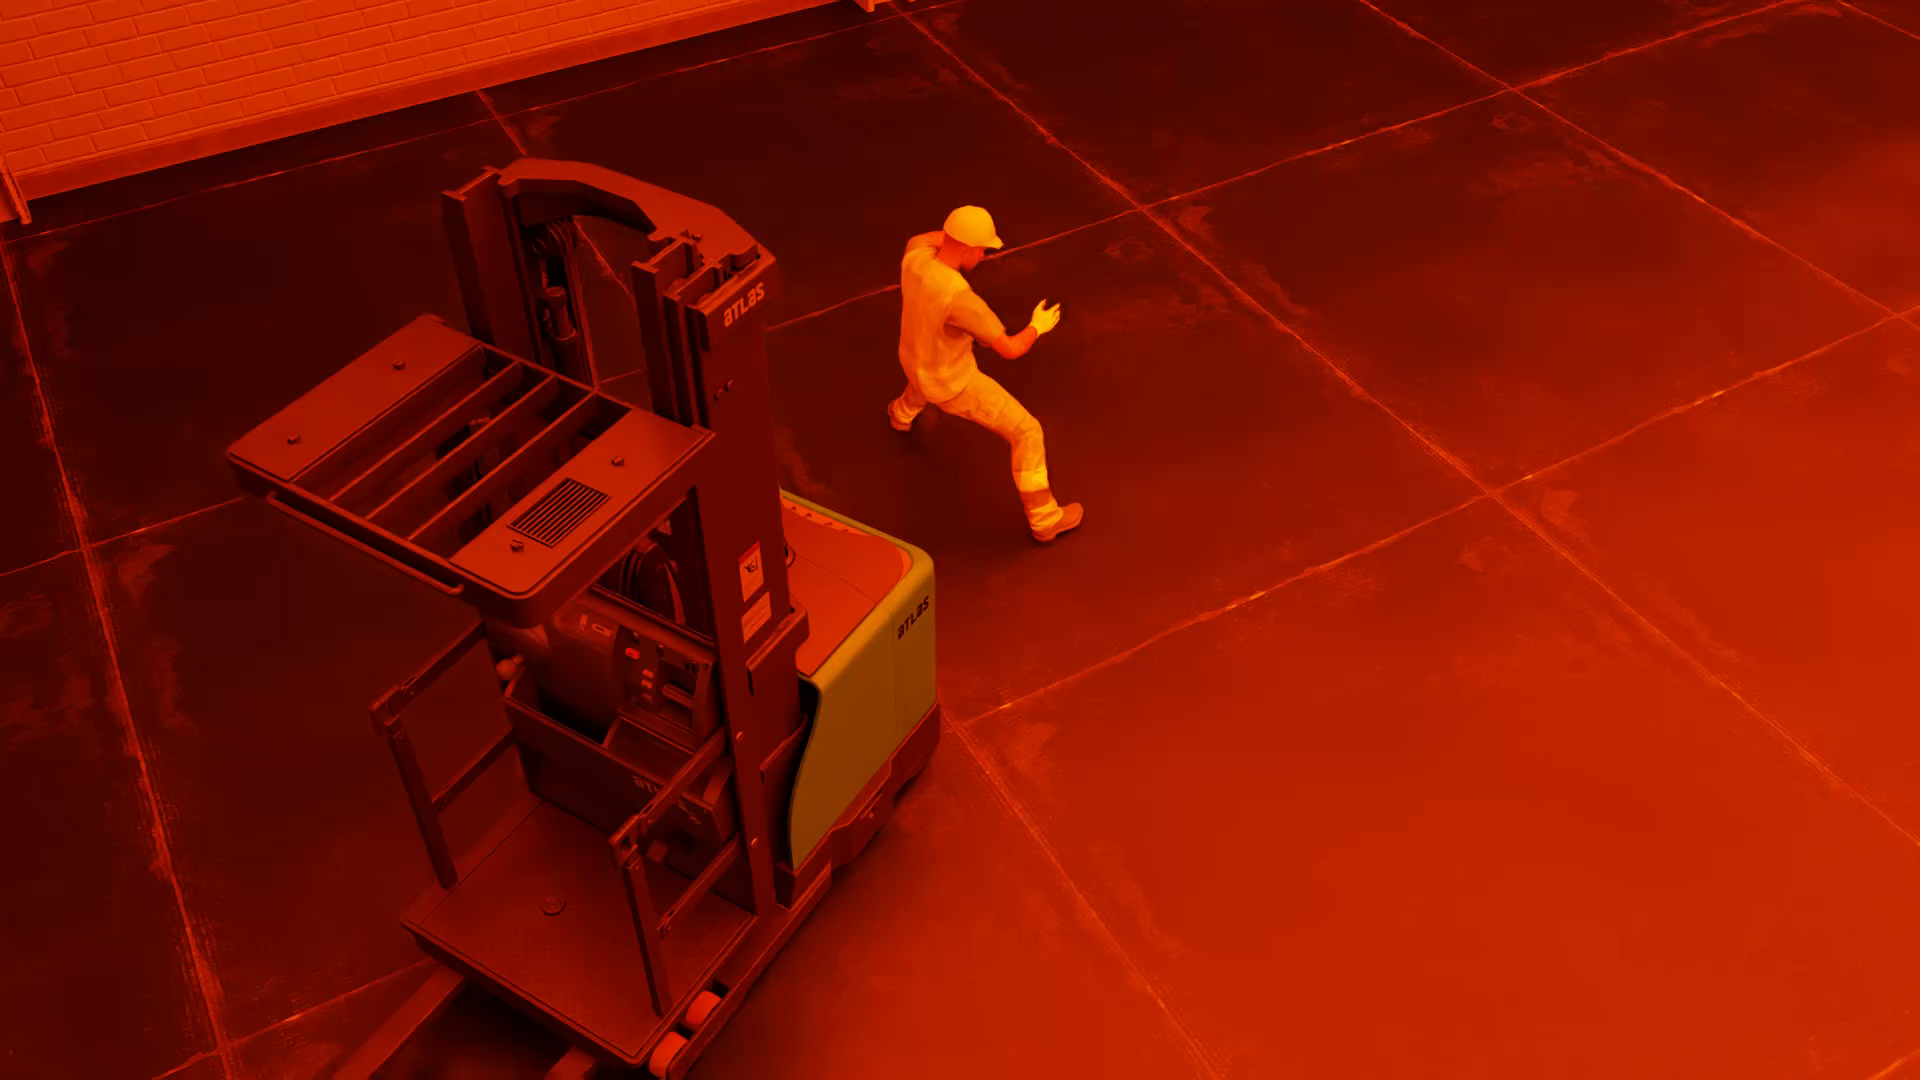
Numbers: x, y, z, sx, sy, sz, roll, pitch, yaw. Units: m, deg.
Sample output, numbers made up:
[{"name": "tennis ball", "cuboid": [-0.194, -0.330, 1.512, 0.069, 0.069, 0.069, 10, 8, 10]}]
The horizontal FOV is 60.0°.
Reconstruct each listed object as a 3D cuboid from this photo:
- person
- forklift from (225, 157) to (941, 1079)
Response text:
[{"name": "person", "cuboid": [0.055, -0.898, 7.684, 0.692, 1.548, 1.229, -18, 46, -19]}, {"name": "forklift", "cuboid": [-1.281, 0.447, 5.216, 1.130, 2.935, 3.031, 23, 47, 23]}]
